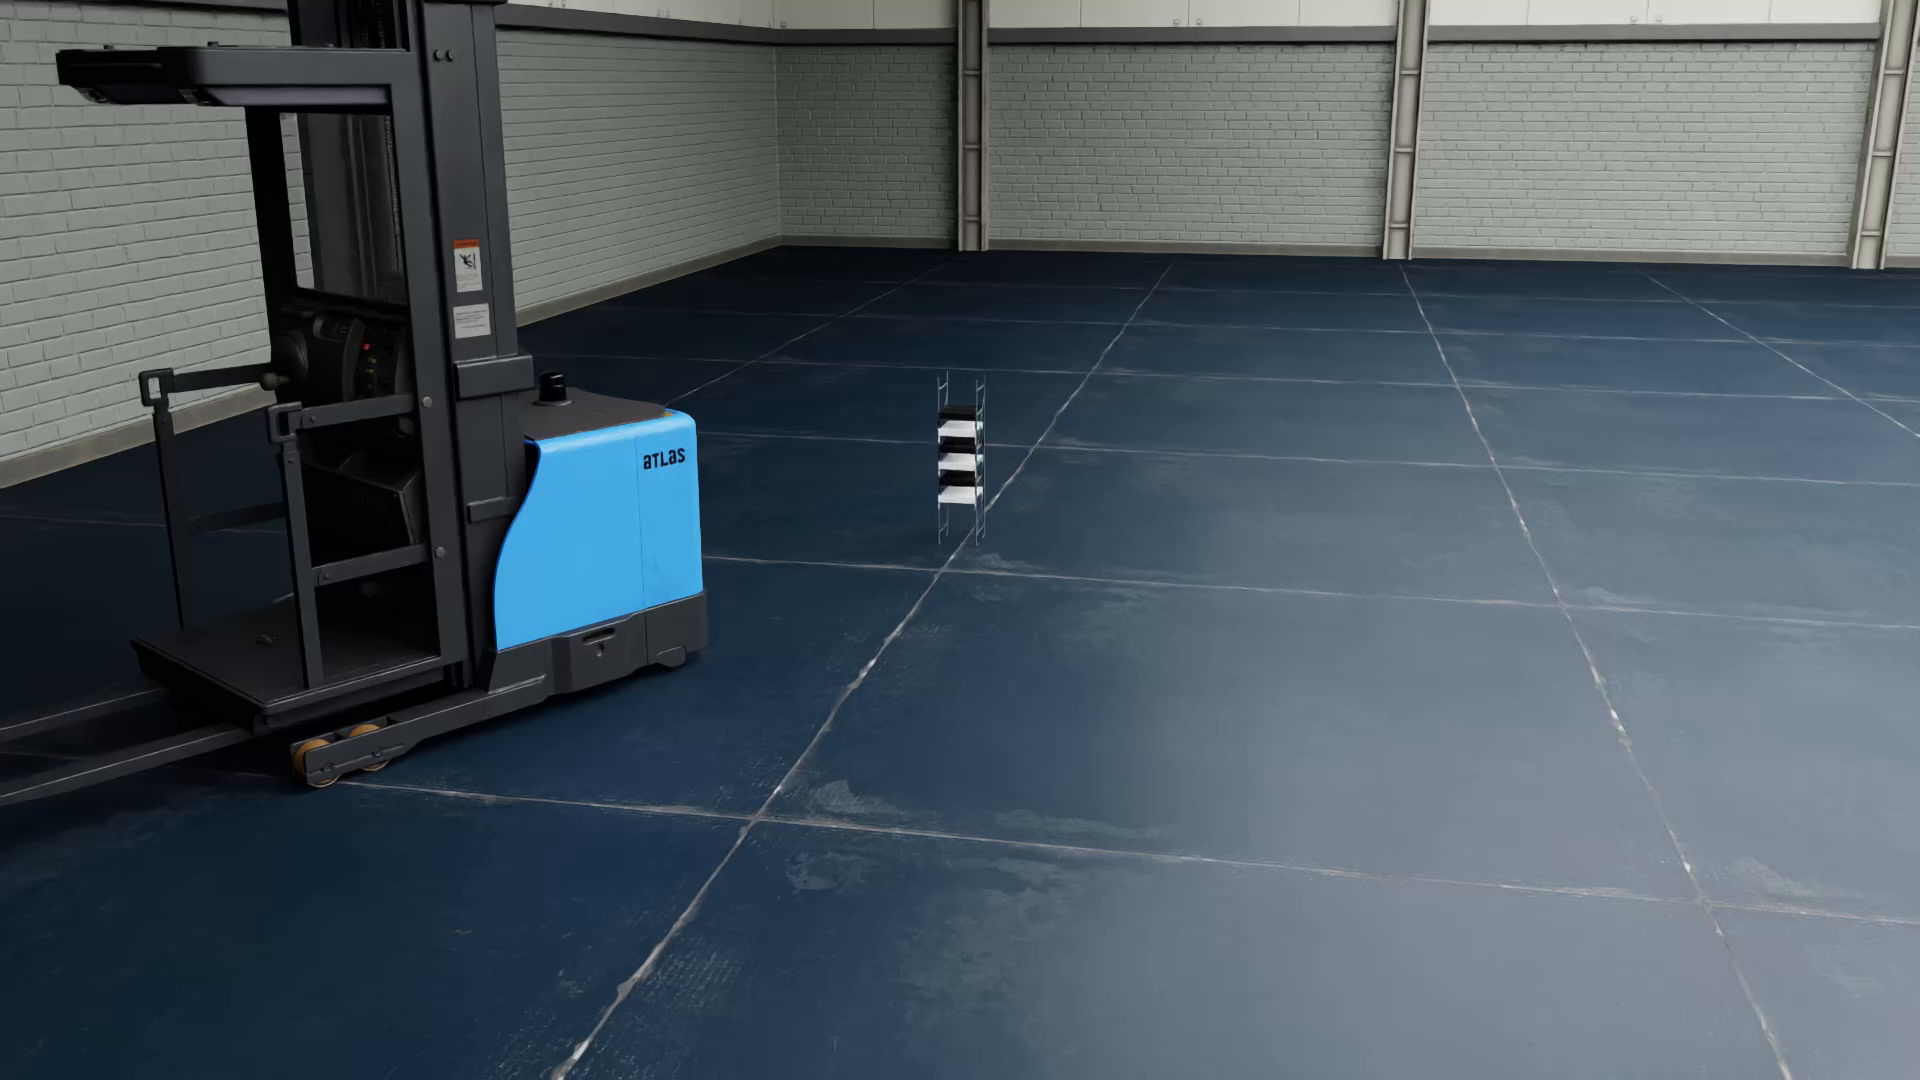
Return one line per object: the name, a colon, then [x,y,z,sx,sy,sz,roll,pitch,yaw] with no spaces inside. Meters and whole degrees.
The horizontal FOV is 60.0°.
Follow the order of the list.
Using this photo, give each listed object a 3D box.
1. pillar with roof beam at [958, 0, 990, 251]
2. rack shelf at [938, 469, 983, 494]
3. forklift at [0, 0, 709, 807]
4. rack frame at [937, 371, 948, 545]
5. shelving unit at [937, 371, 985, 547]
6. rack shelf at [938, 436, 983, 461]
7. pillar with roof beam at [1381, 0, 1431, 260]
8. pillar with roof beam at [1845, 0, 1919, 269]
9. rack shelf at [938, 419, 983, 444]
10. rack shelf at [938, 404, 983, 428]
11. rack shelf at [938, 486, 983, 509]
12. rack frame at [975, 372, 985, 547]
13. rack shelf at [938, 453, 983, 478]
pillar with roof beam: [-0.663,-7.448,19.024,0.400,9.000,9.100,3,16,11]
rack shelf: [0.008,-0.314,8.903,0.200,0.077,0.258,3,16,11]
forklift: [-2.438,-0.694,6.009,1.130,2.935,3.031,14,20,40]
rack frame: [-0.092,-0.439,8.890,0.006,0.900,0.240,3,16,11]
shelving unit: [0.008,-0.433,8.870,0.210,0.900,0.258,3,16,11]
rack shelf: [0.008,-0.488,8.855,0.200,0.077,0.258,3,16,11]
pillar with roof beam: [5.216,-7.129,17.872,0.400,9.000,9.100,3,16,11]
pillar with roof beam: [11.096,-6.810,16.720,0.400,9.000,9.100,3,16,11]
rack shelf: [0.008,-0.575,8.831,0.200,0.077,0.258,3,16,11]
rack shelf: [0.008,-0.661,8.807,0.200,0.077,0.258,3,16,11]
rack shelf: [0.008,-0.228,8.927,0.200,0.077,0.258,3,16,11]
rack frame: [0.108,-0.428,8.851,0.006,0.900,0.240,3,16,11]
rack shelf: [0.008,-0.401,8.879,0.200,0.077,0.258,3,16,11]
